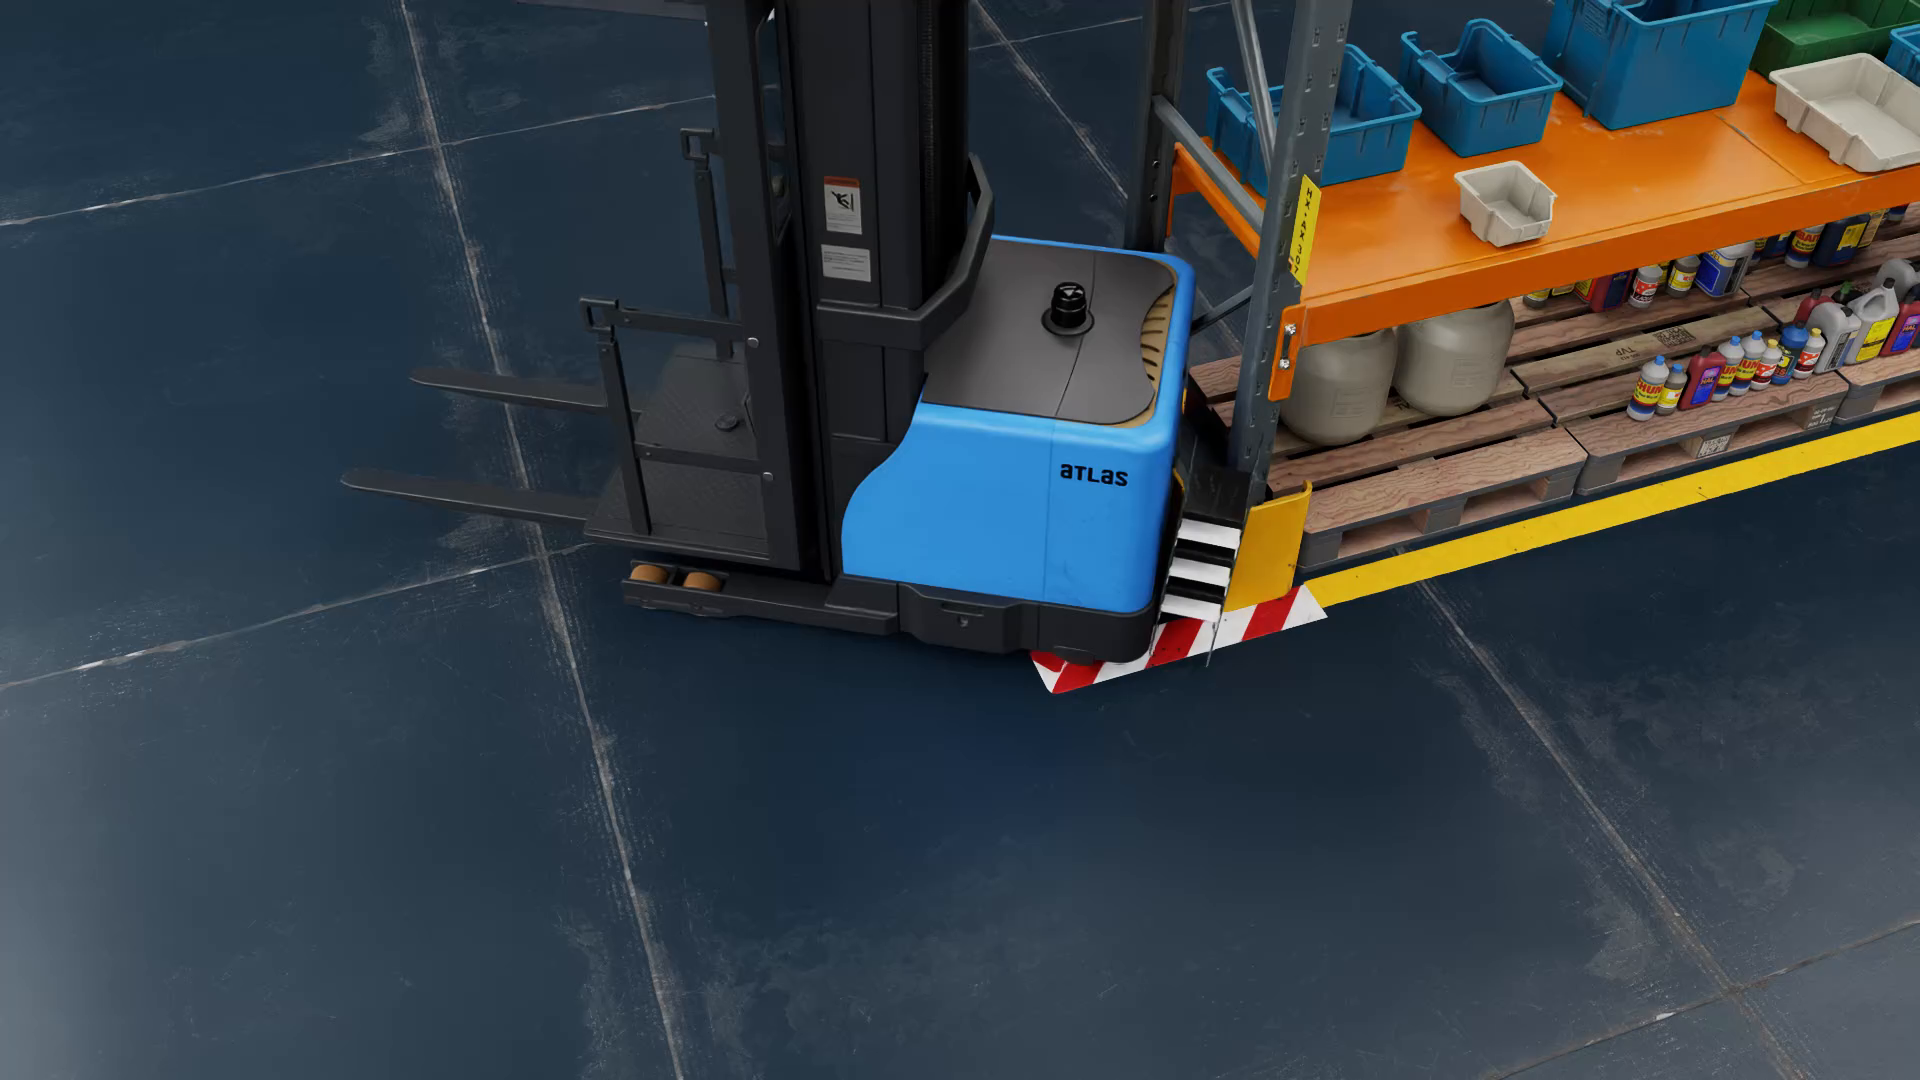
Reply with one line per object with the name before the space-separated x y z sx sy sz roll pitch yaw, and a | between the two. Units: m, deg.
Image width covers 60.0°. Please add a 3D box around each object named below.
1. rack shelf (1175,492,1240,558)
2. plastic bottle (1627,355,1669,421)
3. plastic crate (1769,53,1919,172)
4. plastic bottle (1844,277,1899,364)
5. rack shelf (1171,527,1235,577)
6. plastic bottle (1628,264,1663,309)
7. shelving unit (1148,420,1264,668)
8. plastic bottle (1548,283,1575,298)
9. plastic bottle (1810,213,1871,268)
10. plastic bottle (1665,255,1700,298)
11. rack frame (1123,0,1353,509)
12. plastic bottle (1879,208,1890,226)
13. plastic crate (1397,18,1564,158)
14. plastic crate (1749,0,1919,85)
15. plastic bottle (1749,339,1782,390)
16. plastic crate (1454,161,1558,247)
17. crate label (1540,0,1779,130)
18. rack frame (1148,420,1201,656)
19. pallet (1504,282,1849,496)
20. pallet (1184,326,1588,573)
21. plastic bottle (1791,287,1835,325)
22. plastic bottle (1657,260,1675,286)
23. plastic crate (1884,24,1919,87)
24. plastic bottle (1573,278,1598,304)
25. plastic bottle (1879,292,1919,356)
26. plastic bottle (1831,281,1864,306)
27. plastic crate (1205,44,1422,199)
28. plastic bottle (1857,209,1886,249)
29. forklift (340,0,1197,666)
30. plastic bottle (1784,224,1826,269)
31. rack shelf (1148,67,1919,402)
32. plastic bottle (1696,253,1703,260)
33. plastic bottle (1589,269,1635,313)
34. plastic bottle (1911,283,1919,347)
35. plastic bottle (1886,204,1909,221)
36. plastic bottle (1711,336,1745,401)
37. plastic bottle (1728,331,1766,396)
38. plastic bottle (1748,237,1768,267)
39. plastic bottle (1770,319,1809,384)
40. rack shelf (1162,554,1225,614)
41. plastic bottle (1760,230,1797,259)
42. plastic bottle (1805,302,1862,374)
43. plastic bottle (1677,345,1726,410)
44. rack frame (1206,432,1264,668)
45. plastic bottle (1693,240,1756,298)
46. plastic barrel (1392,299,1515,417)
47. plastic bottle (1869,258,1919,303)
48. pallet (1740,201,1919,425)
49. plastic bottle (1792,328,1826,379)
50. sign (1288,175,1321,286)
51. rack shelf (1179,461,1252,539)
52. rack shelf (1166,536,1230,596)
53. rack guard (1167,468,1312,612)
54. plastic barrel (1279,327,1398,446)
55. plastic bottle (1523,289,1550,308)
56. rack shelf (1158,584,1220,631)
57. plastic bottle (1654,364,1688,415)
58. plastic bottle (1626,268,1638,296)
rack shelf | 0.827 -0.072 5.470 0.200 0.077 0.258 12 46 6
plastic bottle | 2.628 -0.587 6.333 0.097 0.271 0.097 0 45 0
plastic crate | 3.138 -1.477 5.790 0.437 0.136 0.530 -14 47 -14
plastic bottle | 3.587 -0.878 6.567 0.185 0.351 0.144 -15 47 -14
rack shelf | 0.821 -0.009 5.535 0.200 0.077 0.258 12 46 6
plastic bottle | 2.832 -1.065 6.859 0.097 0.201 0.097 0 45 0
shelving unit | 0.817 0.030 5.575 0.210 0.900 0.258 12 46 6
plastic bottle | 2.499 -1.137 6.873 0.133 0.283 0.061 -13 47 -13
plastic bottle | 3.728 -1.335 7.023 0.185 0.351 0.144 -14 47 -14
plastic bottle | 3.009 -1.116 6.910 0.097 0.201 0.097 0 45 0
rack frame | 0.817 -1.167 5.295 0.127 3.000 1.000 -14 47 -14
plastic bottle | 4.035 -1.487 7.280 0.097 0.201 0.097 0 45 0
plastic crate | 1.799 -1.586 5.818 0.408 0.251 0.499 -14 47 -14
plastic crate | 3.206 -1.916 6.191 0.662 0.188 0.450 -14 47 -14
plastic bottle | 3.138 -0.693 6.488 0.097 0.201 0.097 0 45 0
plastic crate | 1.768 -1.075 5.389 0.250 0.136 0.298 -14 47 -14
crate label | 2.456 -1.802 5.903 0.616 0.435 0.502 -14 47 -14
rack frame | 0.718 0.010 5.586 0.006 0.900 0.240 12 46 6
pallet | 2.784 -0.715 6.813 1.213 0.211 1.003 -14 47 -14
pallet | 1.638 -0.424 6.523 1.213 0.211 1.003 -14 47 -14
plastic bottle | 3.396 -0.889 6.625 0.133 0.283 0.061 -14 47 -14
plastic bottle | 2.927 -1.239 6.927 0.185 0.351 0.144 -13 46 -12
plastic crate | 3.630 -1.629 5.861 0.616 0.251 0.499 -14 47 -14
plastic bottle | 2.642 -1.137 6.878 0.135 0.276 0.152 -14 47 -14
plastic bottle | 3.752 -0.865 6.602 0.133 0.283 0.061 -11 46 -11
plastic bottle | 3.528 -0.917 6.653 0.133 0.283 0.061 -14 47 -14
plastic crate | 1.186 -1.434 5.667 0.616 0.251 0.499 -14 47 -14
plastic bottle | 3.872 -1.374 7.109 0.133 0.283 0.061 -14 47 -14
forklift | -0.745 -1.118 5.295 3.031 2.935 1.130 8 46 8
plastic bottle | 3.584 -1.288 7.032 0.097 0.271 0.097 0 45 0
rack shelf | 2.698 -1.394 6.029 4.000 0.370 1.077 -14 47 -14
plastic bottle | 3.102 -1.284 6.971 0.185 0.351 0.144 -15 47 -14
plastic bottle | 2.678 -1.069 6.804 0.133 0.283 0.061 -14 47 -14
plastic bottle | 3.891 -0.956 6.645 0.185 0.351 0.144 -17 47 -16
plastic bottle | 4.131 -1.536 7.279 0.097 0.271 0.097 0 45 0
plastic bottle | 2.950 -0.670 6.416 0.097 0.271 0.097 0 45 0
plastic bottle | 3.044 -0.694 6.440 0.097 0.271 0.097 0 45 0
plastic bottle | 3.376 -1.298 7.041 0.097 0.271 0.097 0 45 0
plastic bottle | 3.235 -0.743 6.488 0.097 0.271 0.097 0 45 0
rack shelf | 0.809 0.116 5.664 0.200 0.077 0.258 12 46 6
plastic bottle | 3.501 -1.386 7.073 0.185 0.351 0.144 -16 47 -16
plastic bottle | 3.433 -0.815 6.557 0.135 0.276 0.152 -14 47 -13
plastic bottle | 2.847 -0.634 6.371 0.133 0.283 0.061 -14 47 -13
rack frame | 0.916 0.050 5.565 0.006 0.900 0.240 12 46 6
plastic bottle | 3.176 -1.165 6.905 0.135 0.276 0.152 -14 47 -14
plastic barrel | 1.881 -0.767 6.356 0.421 0.512 0.421 0 45 0
plastic bottle | 3.817 -1.022 6.763 0.135 0.276 0.152 -14 47 -14
pallet | 3.933 -1.011 7.108 1.213 0.211 1.003 -14 47 -14
plastic bottle | 3.331 -0.743 6.537 0.097 0.201 0.097 0 45 0
sign | 0.999 -0.897 4.831 0.005 0.325 0.100 -14 47 -14
rack shelf | 0.833 -0.134 5.406 0.200 0.077 0.258 12 46 6
rack shelf | 0.815 0.053 5.599 0.200 0.077 0.258 12 46 6
rack guard | 0.872 -0.334 6.230 0.348 0.500 1.175 -14 47 -14
plastic barrel | 1.410 -0.646 6.236 0.421 0.512 0.421 0 45 0
plastic bottle | 2.395 -1.068 6.862 0.097 0.201 0.097 0 45 0
rack shelf | 0.804 0.178 5.728 0.200 0.077 0.258 12 46 6
plastic bottle | 2.725 -0.588 6.383 0.097 0.201 0.097 0 45 0
plastic bottle | 2.772 -1.170 6.911 0.135 0.276 0.152 -16 47 -15
